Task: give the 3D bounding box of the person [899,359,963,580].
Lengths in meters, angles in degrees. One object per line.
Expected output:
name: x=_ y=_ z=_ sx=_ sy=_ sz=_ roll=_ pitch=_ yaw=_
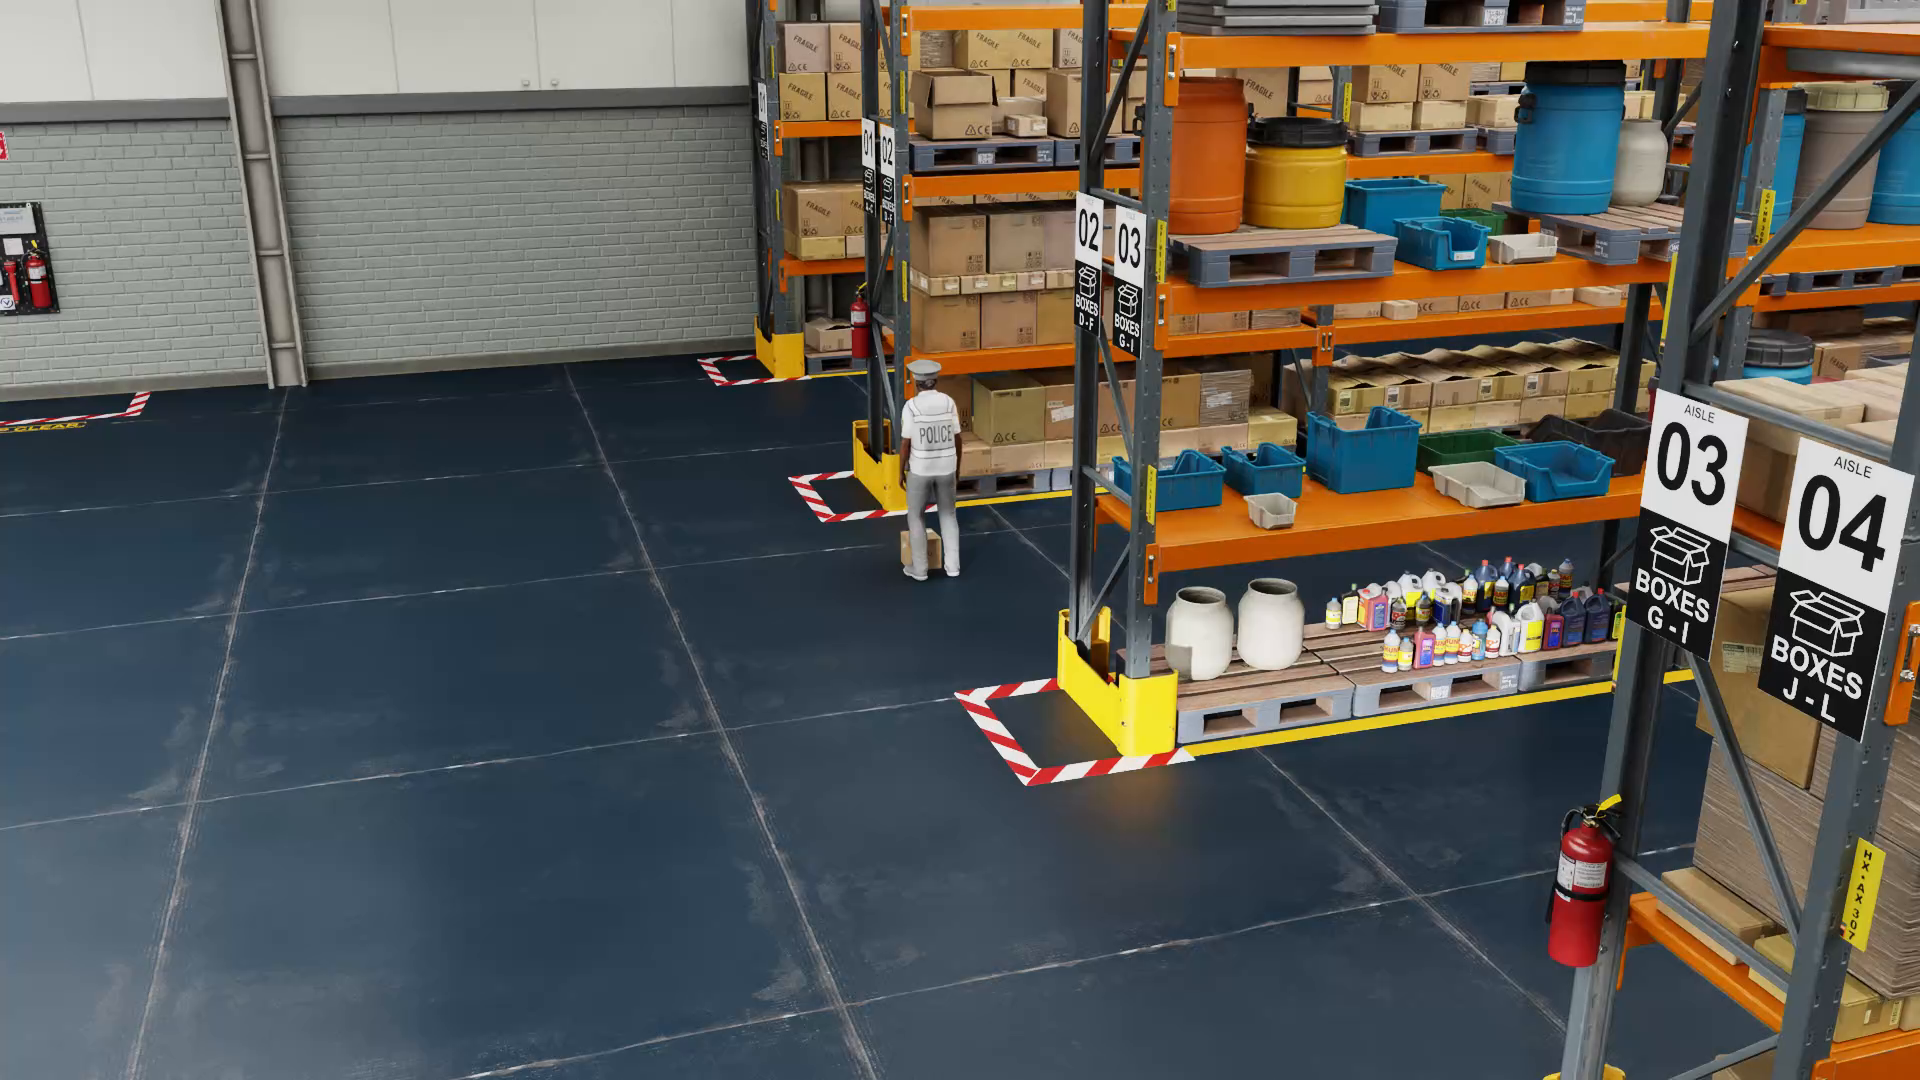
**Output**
person: x=-0.218 y=-0.514 z=12.534 sx=0.505 sy=1.657 sz=0.392 roll=-6 pitch=20 yaw=-17
